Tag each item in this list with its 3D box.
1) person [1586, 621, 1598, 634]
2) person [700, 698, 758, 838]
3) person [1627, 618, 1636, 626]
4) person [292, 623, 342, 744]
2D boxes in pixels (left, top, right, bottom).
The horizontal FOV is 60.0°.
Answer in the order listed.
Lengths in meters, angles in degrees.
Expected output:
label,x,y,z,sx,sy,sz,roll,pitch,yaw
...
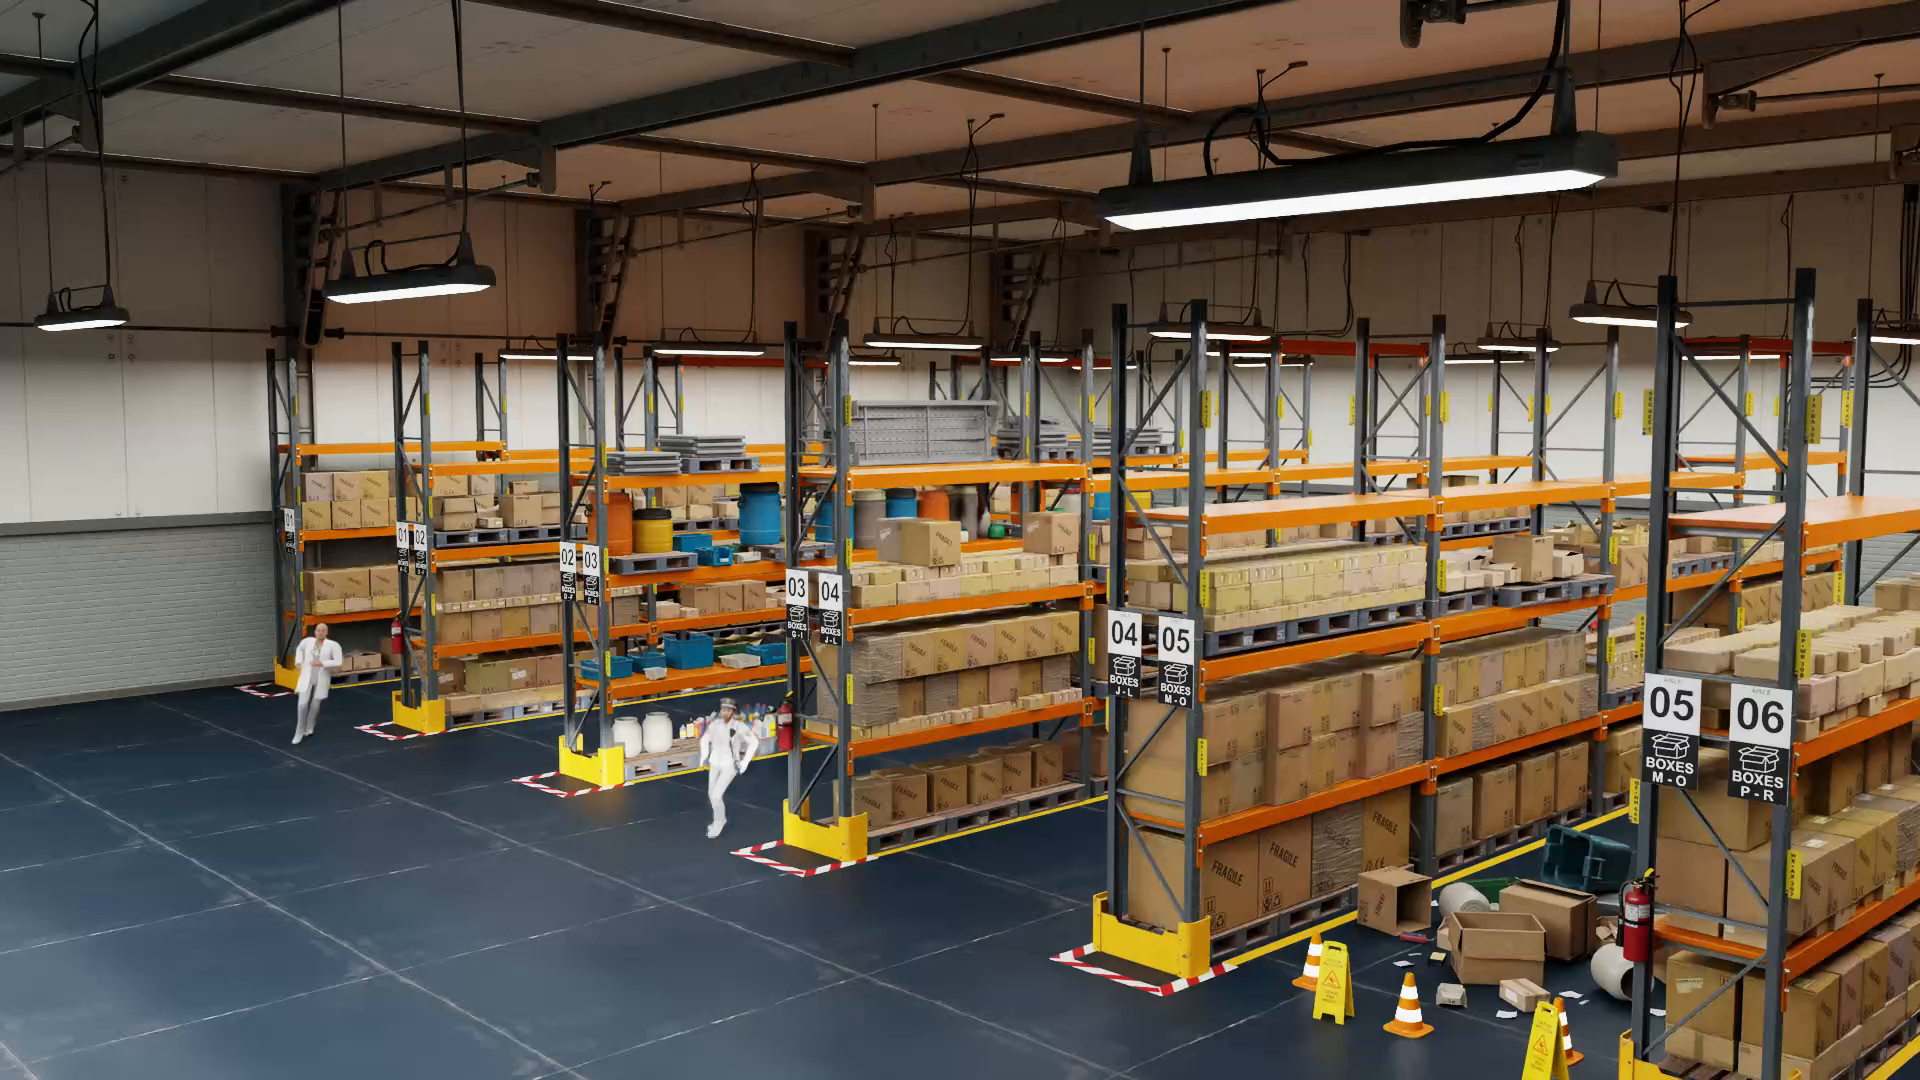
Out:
label,x,y,z,sx,sy,sz,roll,pitch,yaw
person,9.675,2.105,25.304,0.690,1.736,0.698,-4,6,-37
person,-2.752,2.660,19.484,0.674,1.667,0.621,2,5,25
person,10.617,2.107,26.135,0.647,1.636,0.663,-4,6,-38
person,-9.670,2.147,25.057,0.741,1.831,0.762,-1,5,-13
